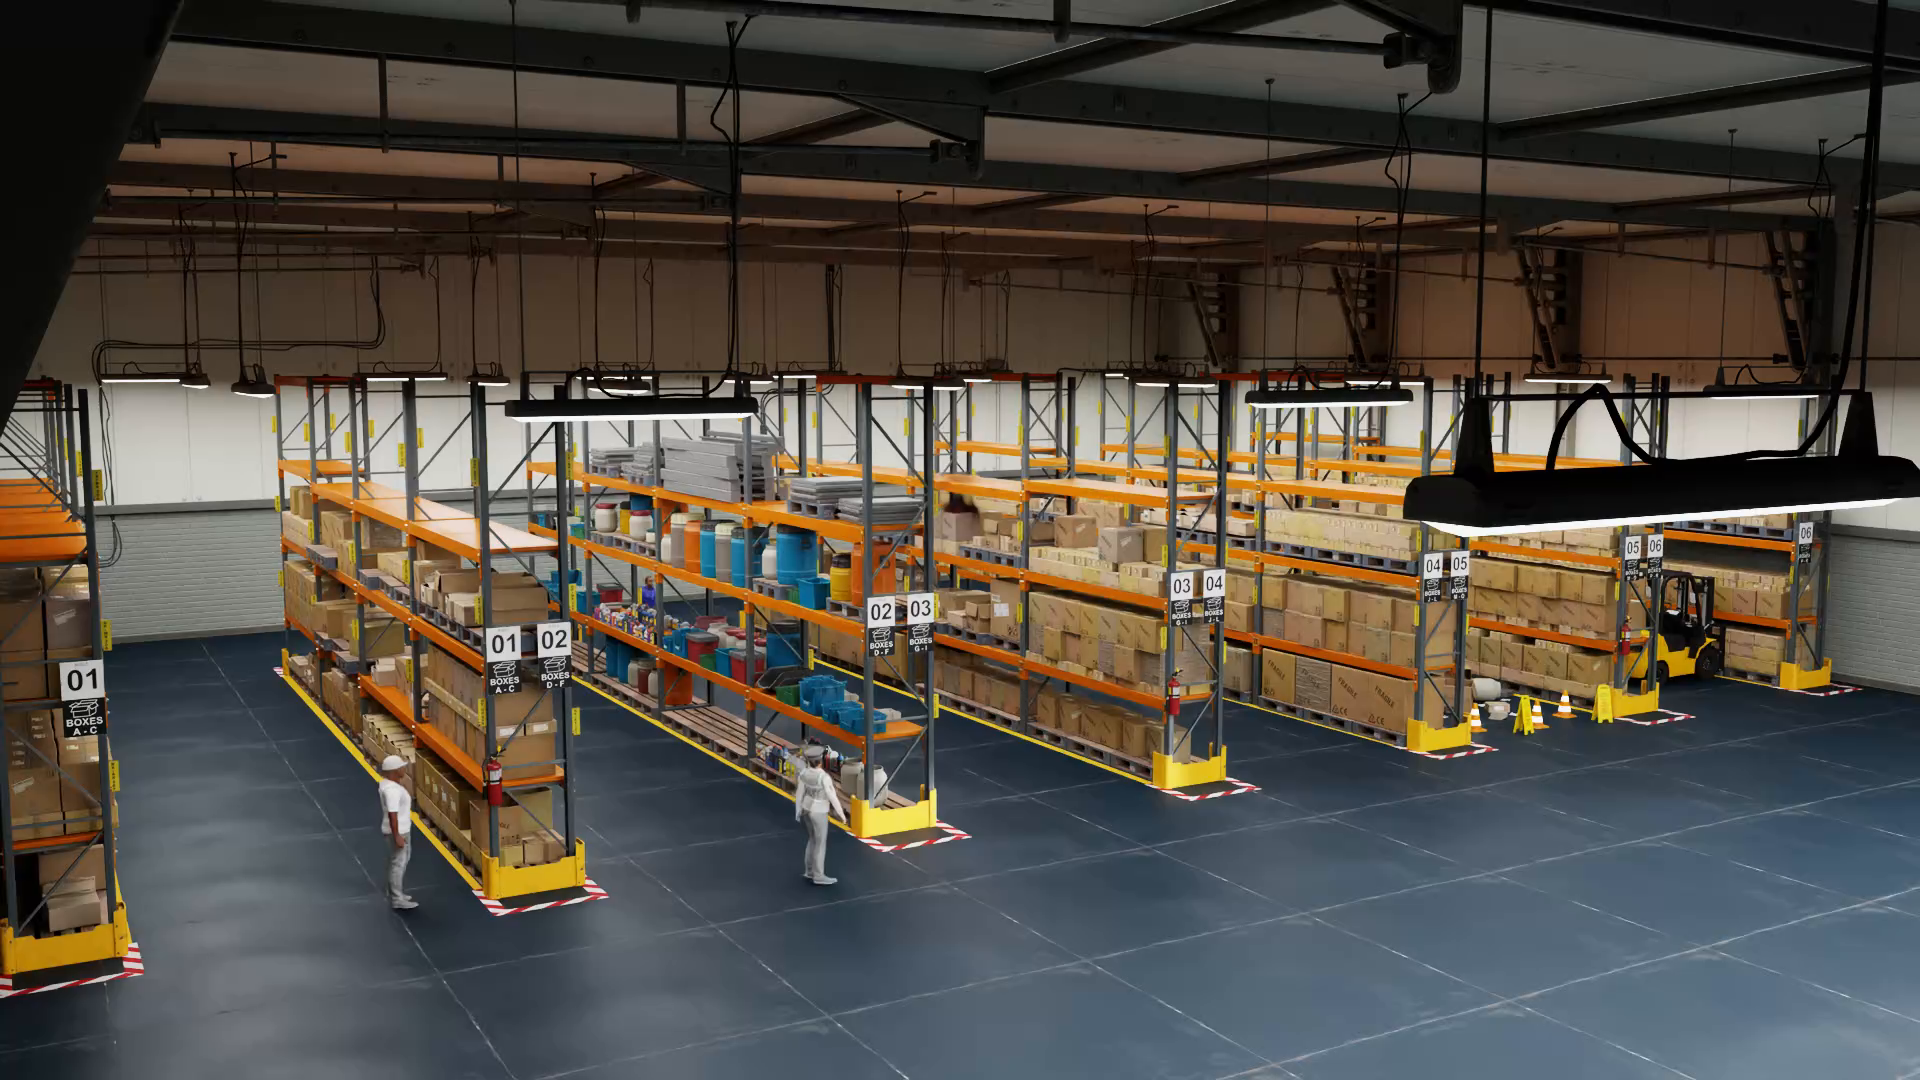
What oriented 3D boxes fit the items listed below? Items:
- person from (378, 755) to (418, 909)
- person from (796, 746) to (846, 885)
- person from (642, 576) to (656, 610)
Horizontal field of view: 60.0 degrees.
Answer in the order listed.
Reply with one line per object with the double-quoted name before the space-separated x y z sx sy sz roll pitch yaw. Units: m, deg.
"person" -6.492 3.373 19.206 0.421 1.800 0.630 -1 6 -10
"person" -1.674 3.329 20.080 0.503 1.720 0.553 -4 8 -34
"person" -6.739 1.578 36.111 0.510 1.610 0.926 -3 7 -26
